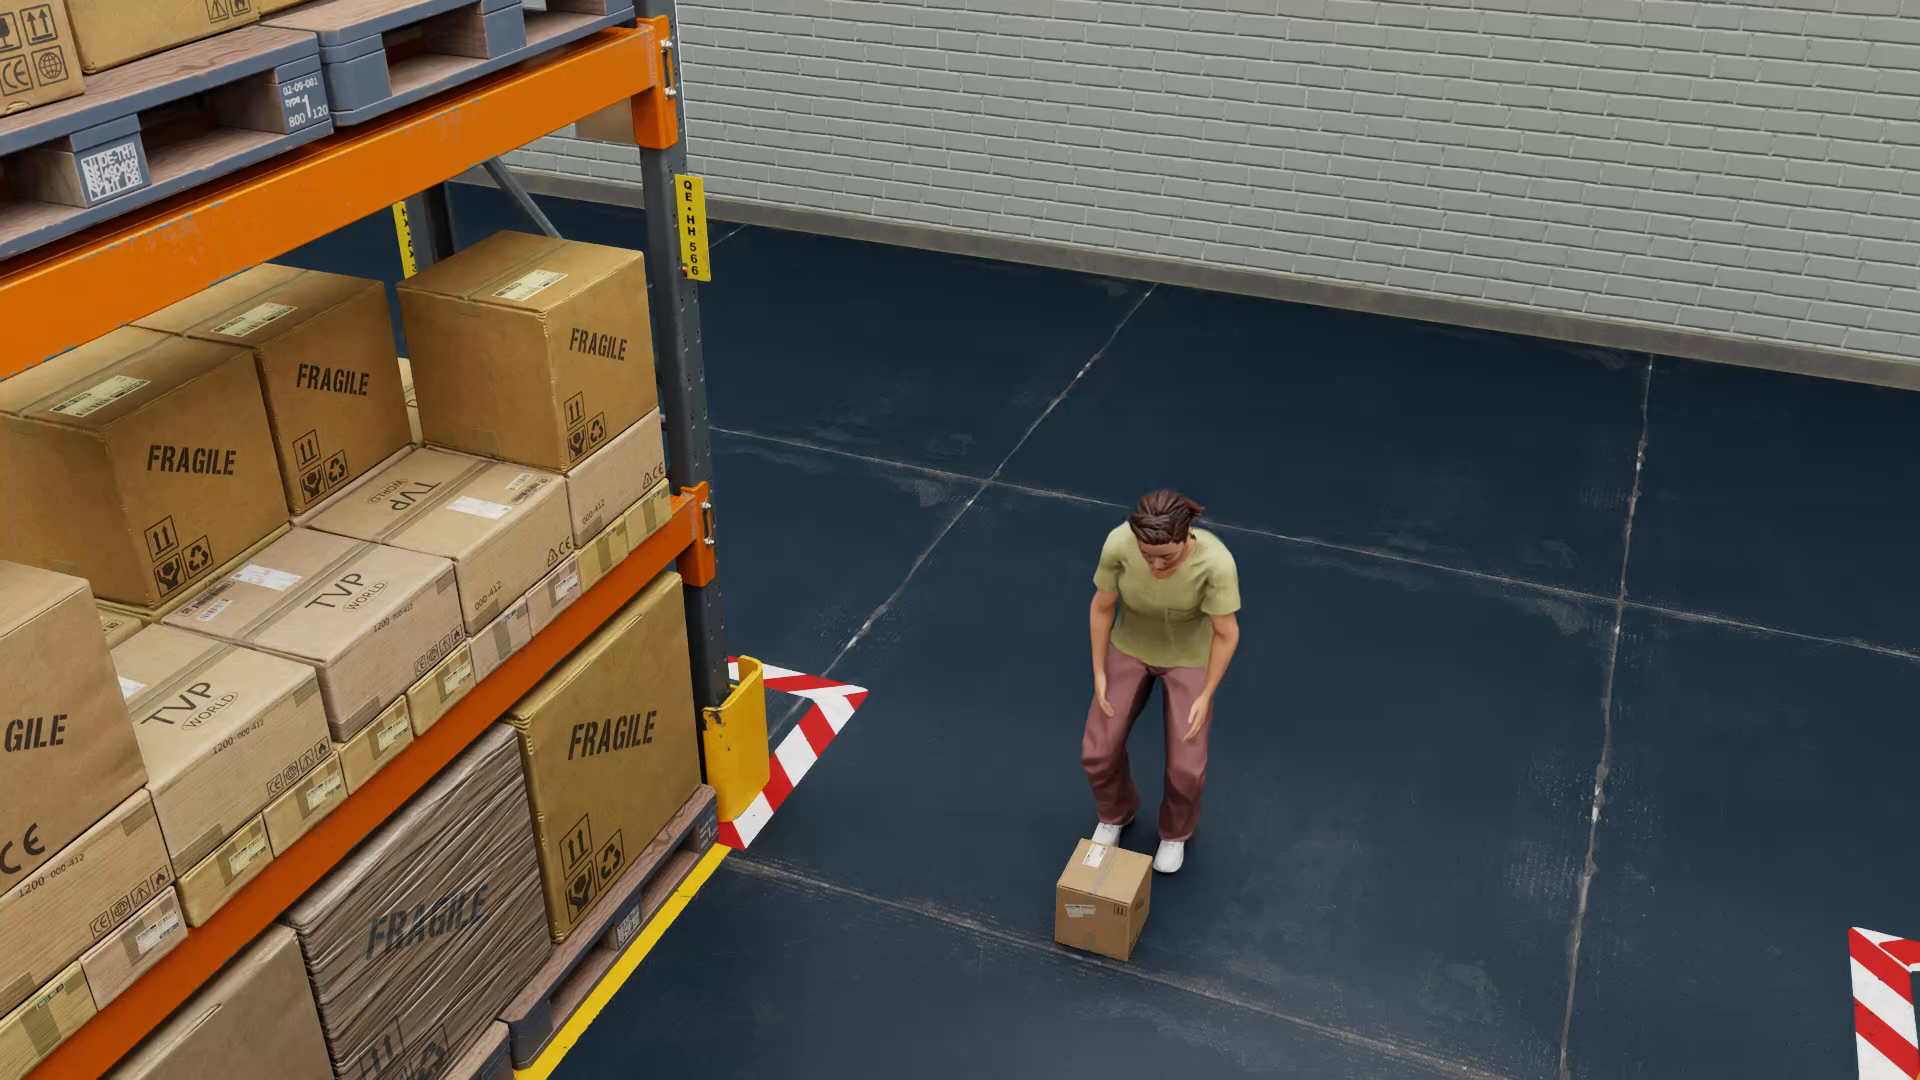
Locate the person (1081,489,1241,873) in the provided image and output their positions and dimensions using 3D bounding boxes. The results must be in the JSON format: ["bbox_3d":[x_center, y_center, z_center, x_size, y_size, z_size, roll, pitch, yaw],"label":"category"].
[{"bbox_3d":[0.670,0.524,5.572,0.498,1.326,0.533,12,32,20],"label":"person"}]
